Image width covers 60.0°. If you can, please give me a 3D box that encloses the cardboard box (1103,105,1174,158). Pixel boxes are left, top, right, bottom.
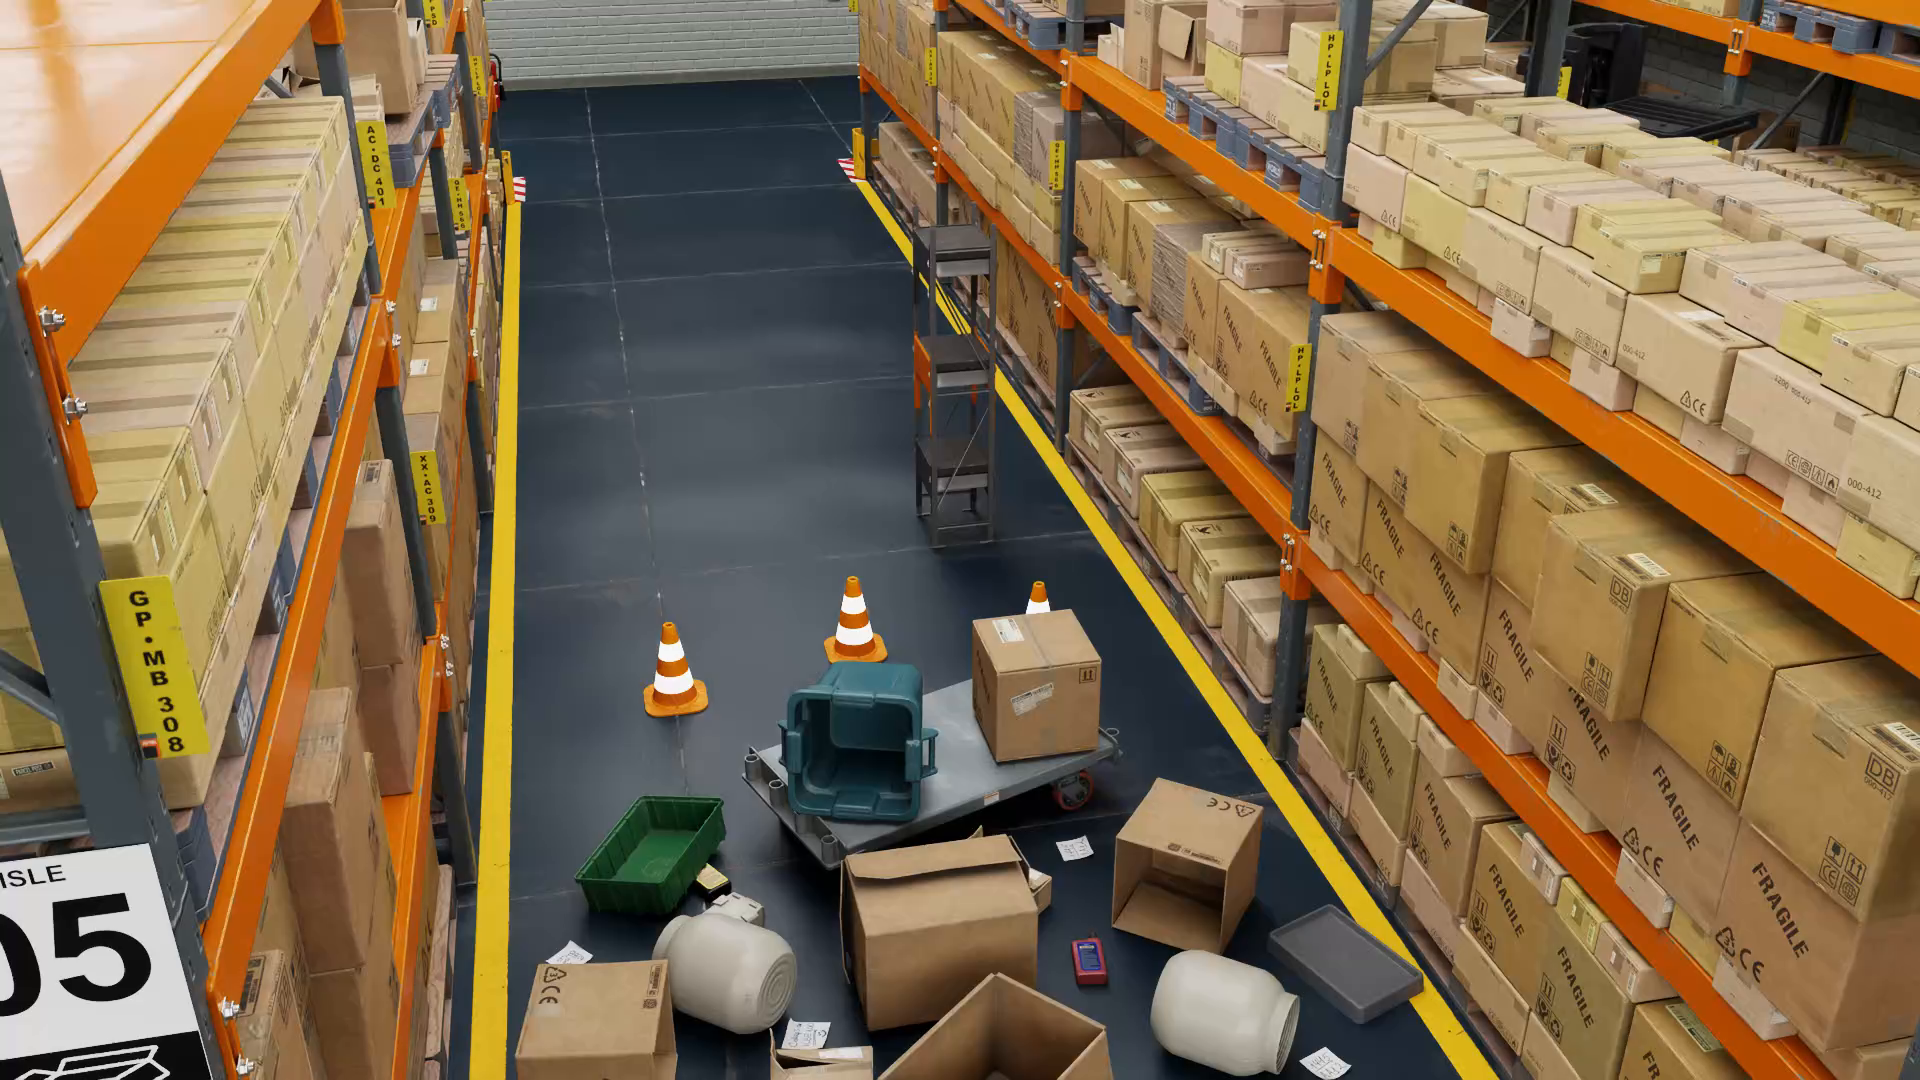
[{"bbox_3d":[1.312,-2.768,11.685,0.500,0.500,0.500,-7,28,-13],"label":"cardboard box"}]

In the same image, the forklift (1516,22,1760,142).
[{"bbox_3d":[4.454,-1.855,11.172,1.130,2.935,3.031,-20,33,-34],"label":"forklift"}]

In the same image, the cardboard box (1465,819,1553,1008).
[{"bbox_3d":[2.325,1.405,6.391,0.500,0.500,0.500,-7,28,-13],"label":"cardboard box"}]

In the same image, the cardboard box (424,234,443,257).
[{"bbox_3d":[-3.528,-1.930,10.727,0.380,0.149,0.250,-5,27,-9],"label":"cardboard box"}]

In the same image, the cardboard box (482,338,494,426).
[{"bbox_3d":[-3.643,-1.117,11.943,0.500,0.500,0.500,-6,27,-11],"label":"cardboard box"}]

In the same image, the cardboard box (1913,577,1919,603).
[{"bbox_3d":[2.635,0.121,4.132,0.380,0.149,0.250,-6,27,-11],"label":"cardboard box"}]

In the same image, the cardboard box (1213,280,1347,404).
[{"bbox_3d":[1.646,-1.042,8.578,0.500,0.500,0.500,-6,27,-11],"label":"cardboard box"}]

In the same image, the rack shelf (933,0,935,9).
[{"bbox_3d":[-0.167,-5.688,16.160,1.077,0.370,4.000,-6,27,-12],"label":"rack shelf"}]

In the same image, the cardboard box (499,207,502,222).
[{"bbox_3d":[-4.777,-3.266,16.589,0.380,0.149,0.250,-7,28,-14],"label":"cardboard box"}]

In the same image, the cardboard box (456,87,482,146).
[{"bbox_3d":[-4.383,-3.665,14.242,0.500,0.500,0.500,-6,27,-13],"label":"cardboard box"}]

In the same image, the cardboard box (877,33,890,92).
[{"bbox_3d":[-0.551,-4.908,17.035,0.500,0.500,0.500,-6,27,-12],"label":"cardboard box"}]

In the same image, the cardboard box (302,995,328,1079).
[{"bbox_3d":[-2.085,1.559,4.167,0.875,0.550,0.550,-6,27,-12],"label":"cardboard box"}]

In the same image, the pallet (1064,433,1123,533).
[{"bbox_3d":[1.360,-0.448,11.403,1.003,0.211,1.213,-6,27,-12],"label":"pallet"}]

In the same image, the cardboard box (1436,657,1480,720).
[{"bbox_3d":[2.124,0.566,6.579,0.380,0.149,0.250,-6,27,-11],"label":"cardboard box"}]

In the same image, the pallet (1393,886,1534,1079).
[{"bbox_3d":[2.551,1.793,6.964,1.003,0.211,1.213,-6,27,-12],"label":"pallet"}]

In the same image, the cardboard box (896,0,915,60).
[{"bbox_3d":[-0.322,-4.908,15.925,0.500,0.500,0.500,-6,27,-11],"label":"cardboard box"}]

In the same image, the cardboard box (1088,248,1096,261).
[{"bbox_3d":[1.077,-1.950,11.097,0.380,0.149,0.250,-8,28,-15],"label":"cardboard box"}]

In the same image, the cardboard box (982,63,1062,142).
[{"bbox_3d":[0.477,-3.393,12.924,0.500,0.500,0.500,-6,27,-12],"label":"cardboard box"}]

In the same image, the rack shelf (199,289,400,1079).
[{"bbox_3d":[-2.263,0.127,4.639,1.077,0.370,4.000,-6,27,-12],"label":"rack shelf"}]

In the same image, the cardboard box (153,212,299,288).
[{"bbox_3d":[-1.978,-0.753,4.401,0.380,0.149,0.250,-6,27,-11],"label":"cardboard box"}]

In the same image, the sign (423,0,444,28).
[{"bbox_3d":[-3.073,-3.147,9.665,0.100,0.325,0.005,-6,27,-12],"label":"sign"}]

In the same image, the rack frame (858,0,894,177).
[{"bbox_3d":[-0.618,-5.548,18.413,1.000,3.000,0.127,-6,27,-12],"label":"rack frame"}]

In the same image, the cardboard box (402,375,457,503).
[{"bbox_3d":[-2.795,-0.477,8.255,0.500,0.500,0.500,-6,27,-12],"label":"cardboard box"}]

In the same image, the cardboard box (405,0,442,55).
[{"bbox_3d":[-3.484,-3.150,10.223,0.500,0.500,0.500,-6,27,-12],"label":"cardboard box"}]

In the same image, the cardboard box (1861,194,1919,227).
[{"bbox_3d":[6.106,-2.141,10.831,0.380,0.149,0.250,-5,27,-11],"label":"cardboard box"}]

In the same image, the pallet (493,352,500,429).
[{"bbox_3d":[-4.061,-1.122,12.738,1.003,0.211,1.213,-6,27,-12],"label":"pallet"}]

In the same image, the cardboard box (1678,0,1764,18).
[{"bbox_3d":[5.668,-4.014,12.212,0.500,0.250,0.500,-7,28,-13],"label":"cardboard box"}]

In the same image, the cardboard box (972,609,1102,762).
[{"bbox_3d":[0.359,0.692,7.984,0.500,0.500,0.500,-6,27,-12],"label":"cardboard box"}]

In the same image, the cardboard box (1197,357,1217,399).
[{"bbox_3d":[1.505,-0.892,9.001,0.380,0.149,0.250,-6,27,-11],"label":"cardboard box"}]

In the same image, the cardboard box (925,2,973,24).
[{"bbox_3d":[-0.096,-4.675,14.744,0.380,0.149,0.250,-7,28,-13],"label":"cardboard box"}]

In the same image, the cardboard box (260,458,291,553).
[{"bbox_3d":[-1.805,-0.062,3.917,0.380,0.149,0.250,-6,27,-11],"label":"cardboard box"}]

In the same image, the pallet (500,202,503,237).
[{"bbox_3d":[-5.252,-3.363,17.178,1.003,0.211,1.213,-6,27,-12],"label":"pallet"}]

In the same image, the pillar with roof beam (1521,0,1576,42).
[{"bbox_3d":[1.646,-6.936,14.505,9.100,9.000,0.400,-6,27,-12],"label":"pillar with roof beam"}]

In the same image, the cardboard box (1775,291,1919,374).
[{"bbox_3d":[2.521,-0.569,4.614,0.380,0.149,0.250,-6,27,-11],"label":"cardboard box"}]

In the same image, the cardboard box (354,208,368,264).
[{"bbox_3d":[-2.320,-1.065,5.903,0.380,0.149,0.250,-6,27,-12],"label":"cardboard box"}]

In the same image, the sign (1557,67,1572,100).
[{"bbox_3d":[2.613,-1.908,7.299,0.100,0.325,0.005,-6,27,-12],"label":"sign"}]

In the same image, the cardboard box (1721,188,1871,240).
[{"bbox_3d":[2.813,-1.075,5.616,0.380,0.149,0.250,-6,27,-11],"label":"cardboard box"}]

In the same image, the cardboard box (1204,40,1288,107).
[{"bbox_3d":[1.591,-2.428,8.603,0.500,0.250,0.500,-6,27,-11],"label":"cardboard box"}]

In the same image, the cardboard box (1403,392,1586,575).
[{"bbox_3d":[2.155,-0.239,6.344,0.700,0.500,0.500,-7,28,-13],"label":"cardboard box"}]

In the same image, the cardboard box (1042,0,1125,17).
[{"bbox_3d":[0.953,-3.759,10.959,0.797,0.503,0.637,-8,28,-15],"label":"cardboard box"}]

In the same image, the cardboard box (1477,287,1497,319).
[{"bbox_3d":[2.153,-0.895,6.143,0.380,0.149,0.250,-7,28,-13],"label":"cardboard box"}]

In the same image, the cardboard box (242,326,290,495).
[{"bbox_3d":[-1.901,-0.296,3.938,0.500,0.250,0.500,-6,27,-12],"label":"cardboard box"}]

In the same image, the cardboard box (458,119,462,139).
[{"bbox_3d":[-4.234,-3.298,13.439,0.380,0.149,0.250,-5,27,-10],"label":"cardboard box"}]

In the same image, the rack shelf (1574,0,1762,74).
[{"bbox_3d":[5.569,-4.438,13.682,1.077,0.370,4.000,-6,27,-12],"label":"rack shelf"}]

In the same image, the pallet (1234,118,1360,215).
[{"bbox_3d":[2.051,-1.817,7.901,1.213,0.211,1.003,-6,27,-12],"label":"pallet"}]

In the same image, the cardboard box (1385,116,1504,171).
[{"bbox_3d":[1.926,-1.580,6.617,0.380,0.149,0.250,-5,27,-10],"label":"cardboard box"}]

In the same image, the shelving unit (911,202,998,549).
[{"bbox_3d":[-0.037,-1.010,10.421,0.431,2.100,0.503,-6,27,-12],"label":"shelving unit"}]

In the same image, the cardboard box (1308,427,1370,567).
[{"bbox_3d":[1.914,-0.236,7.447,0.500,0.500,0.500,-6,27,-12],"label":"cardboard box"}]

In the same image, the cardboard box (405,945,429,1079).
[{"bbox_3d":[-2.433,1.707,5.932,0.875,0.875,0.875,-6,27,-11],"label":"cardboard box"}]

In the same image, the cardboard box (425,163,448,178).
[{"bbox_3d":[-3.767,-2.513,11.553,0.380,0.149,0.250,-5,27,-9],"label":"cardboard box"}]

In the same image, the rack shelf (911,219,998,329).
[{"bbox_3d":[-0.037,-1.623,10.112,0.431,0.518,0.480,-6,27,-12],"label":"rack shelf"}]

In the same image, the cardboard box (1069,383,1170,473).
[{"bbox_3d":[1.302,-0.801,11.459,0.950,0.372,0.625,-8,28,-15],"label":"cardboard box"}]

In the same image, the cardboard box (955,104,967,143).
[{"bbox_3d":[0.253,-3.500,13.968,0.500,0.250,0.500,-6,27,-11],"label":"cardboard box"}]

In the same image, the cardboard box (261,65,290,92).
[{"bbox_3d":[-3.323,-2.012,7.599,0.500,0.311,0.500,-7,28,-13],"label":"cardboard box"}]

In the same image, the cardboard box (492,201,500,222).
[{"bbox_3d":[-4.644,-3.159,16.048,0.380,0.149,0.250,-6,27,-11],"label":"cardboard box"}]

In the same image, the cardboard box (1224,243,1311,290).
[{"bbox_3d":[1.594,-1.415,8.598,0.380,0.149,0.250,-7,28,-13],"label":"cardboard box"}]
